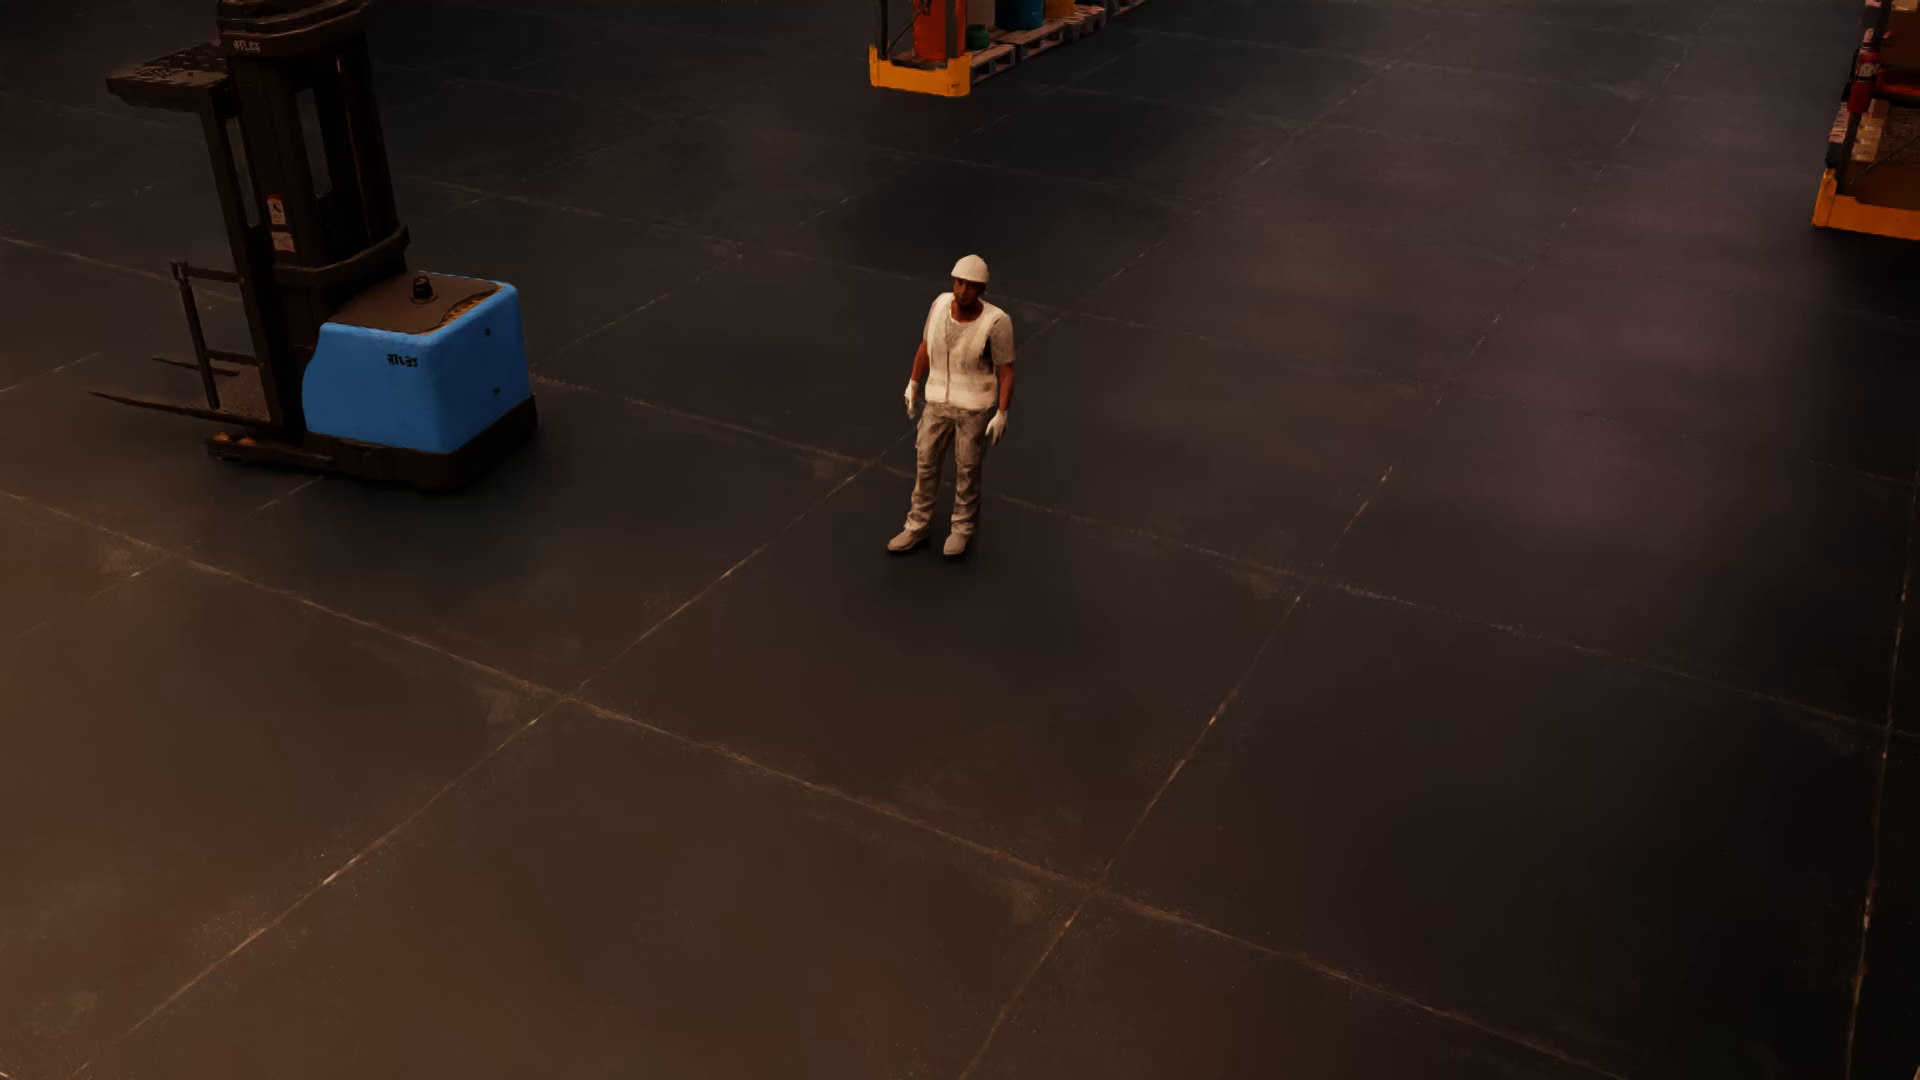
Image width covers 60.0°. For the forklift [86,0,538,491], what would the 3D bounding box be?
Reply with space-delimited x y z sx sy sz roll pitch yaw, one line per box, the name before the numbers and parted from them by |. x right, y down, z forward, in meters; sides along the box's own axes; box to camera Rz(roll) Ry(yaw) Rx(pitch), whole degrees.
forklift | -4.415 -2.008 10.551 3.031 2.935 1.130 10 31 16

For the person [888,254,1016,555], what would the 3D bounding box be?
person | -0.042 -0.749 9.502 0.655 1.782 0.576 15 33 25
